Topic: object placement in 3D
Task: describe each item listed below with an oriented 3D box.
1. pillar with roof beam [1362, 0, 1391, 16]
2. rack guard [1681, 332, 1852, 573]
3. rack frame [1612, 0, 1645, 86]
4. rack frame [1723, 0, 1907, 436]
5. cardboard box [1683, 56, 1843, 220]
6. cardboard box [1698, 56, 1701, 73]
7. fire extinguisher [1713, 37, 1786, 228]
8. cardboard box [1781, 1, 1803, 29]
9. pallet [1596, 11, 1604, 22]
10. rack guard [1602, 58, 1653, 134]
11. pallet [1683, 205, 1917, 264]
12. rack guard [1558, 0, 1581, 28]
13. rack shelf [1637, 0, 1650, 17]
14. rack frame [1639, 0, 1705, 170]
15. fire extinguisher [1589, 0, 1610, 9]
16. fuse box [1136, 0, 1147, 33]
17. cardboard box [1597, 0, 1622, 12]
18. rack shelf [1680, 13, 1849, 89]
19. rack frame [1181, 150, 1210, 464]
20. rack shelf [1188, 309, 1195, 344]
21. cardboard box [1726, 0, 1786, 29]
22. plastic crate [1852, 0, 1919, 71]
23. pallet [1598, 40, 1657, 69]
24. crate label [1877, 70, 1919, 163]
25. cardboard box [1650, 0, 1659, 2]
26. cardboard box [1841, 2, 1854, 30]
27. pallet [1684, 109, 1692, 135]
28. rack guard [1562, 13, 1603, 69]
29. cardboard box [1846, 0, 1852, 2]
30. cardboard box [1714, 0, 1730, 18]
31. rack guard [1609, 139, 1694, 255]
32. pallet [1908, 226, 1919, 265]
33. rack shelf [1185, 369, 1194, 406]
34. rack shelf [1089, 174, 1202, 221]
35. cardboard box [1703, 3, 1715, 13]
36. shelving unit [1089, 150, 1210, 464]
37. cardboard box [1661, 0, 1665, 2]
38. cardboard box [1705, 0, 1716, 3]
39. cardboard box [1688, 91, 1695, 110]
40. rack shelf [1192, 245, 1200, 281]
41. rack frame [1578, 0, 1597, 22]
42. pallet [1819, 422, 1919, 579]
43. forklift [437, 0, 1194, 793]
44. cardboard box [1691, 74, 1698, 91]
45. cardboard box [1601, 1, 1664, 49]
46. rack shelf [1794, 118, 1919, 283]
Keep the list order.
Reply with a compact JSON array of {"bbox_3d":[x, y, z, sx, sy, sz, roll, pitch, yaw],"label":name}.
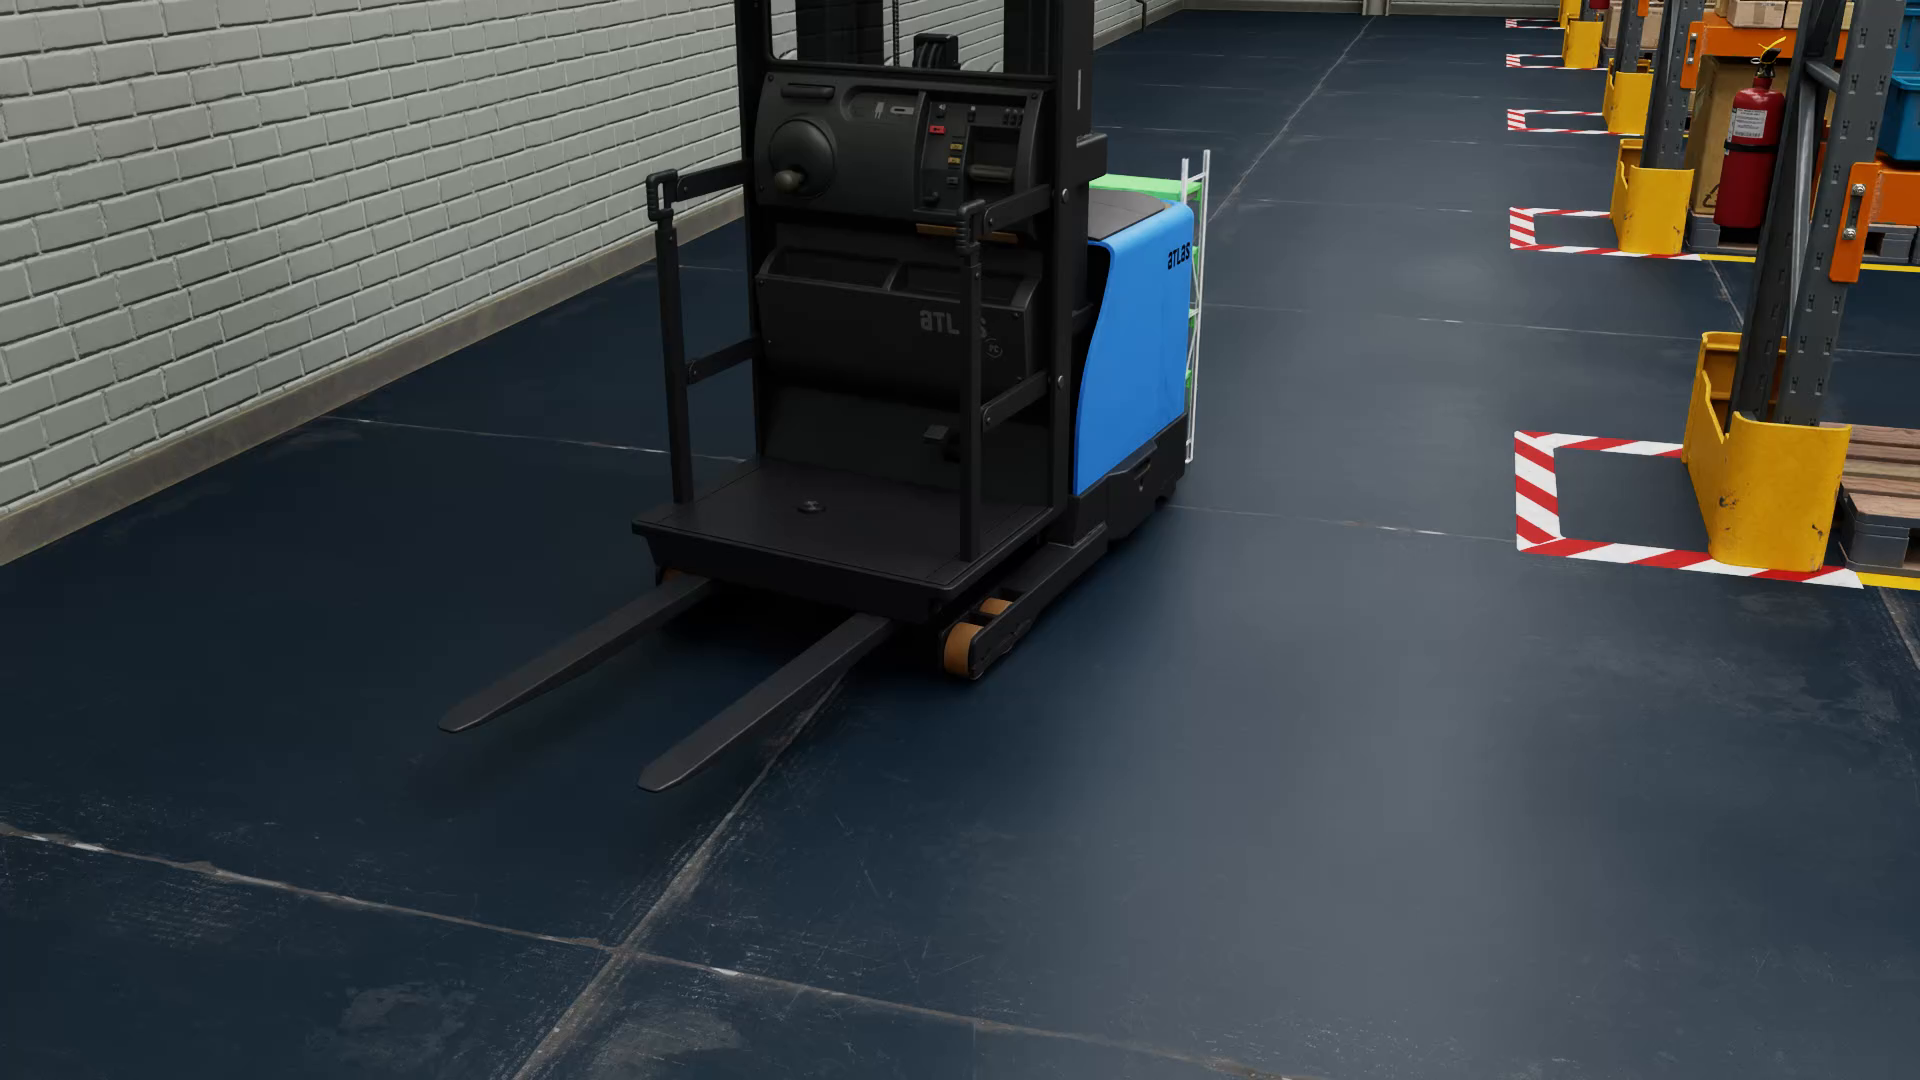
[{"bbox_3d":[5.043,-10.543,19.616,0.400,9.000,9.100,7,23,16],"label":"pillar with roof beam"},{"bbox_3d":[2.858,-0.346,5.956,0.348,0.500,1.175,7,23,16],"label":"rack guard"},{"bbox_3d":[5.845,-5.095,14.240,0.127,3.000,1.000,7,23,16],"label":"rack frame"},{"bbox_3d":[2.884,-1.505,5.486,0.127,3.000,1.000,7,23,16],"label":"rack frame"},{"bbox_3d":[4.951,-2.475,10.097,0.875,0.875,0.875,7,23,16],"label":"cardboard box"},{"bbox_3d":[6.248,-4.065,14.147,0.250,0.149,0.380,5,23,13],"label":"cardboard box"},{"bbox_3d":[2.871,-1.478,6.015,0.183,0.674,0.296,7,23,16],"label":"fire extinguisher"},{"bbox_3d":[4.806,-3.002,9.467,0.250,0.149,0.380,6,23,15],"label":"cardboard box"},{"bbox_3d":[9.444,-7.323,23.345,1.213,0.211,1.003,7,23,16],"label":"pallet"},{"bbox_3d":[5.917,-3.931,14.694,0.348,0.500,1.175,7,23,16],"label":"rack guard"},{"bbox_3d":[5.103,-1.955,10.258,1.213,0.211,1.003,7,23,16],"label":"pallet"},{"bbox_3d":[8.681,-7.544,23.503,0.348,0.500,1.175,7,23,16],"label":"rack guard"},{"bbox_3d":[7.759,-4.543,13.842,4.000,0.370,1.077,7,23,16],"label":"rack shelf"},{"bbox_3d":[4.315,-3.304,9.873,0.127,3.000,1.000,7,23,16],"label":"rack frame"},{"bbox_3d":[5.737,-5.082,14.801,0.183,0.674,0.296,7,23,16],"label":"fire extinguisher"},{"bbox_3d":[2.519,-7.666,22.204,0.414,1.711,0.539,7,23,16],"label":"fuse box"},{"bbox_3d":[9.166,-7.647,23.195,0.637,0.503,0.797,6,23,13],"label":"cardboard box"},{"bbox_3d":[6.230,-2.752,9.475,4.000,0.370,1.077,7,23,16],"label":"rack shelf"},{"bbox_3d":[0.851,-0.832,6.218,0.015,1.200,0.240,12,25,26],"label":"rack frame"},{"bbox_3d":[0.637,-0.817,6.350,0.480,0.148,0.258,12,25,26],"label":"rack shelf"},{"bbox_3d":[4.560,-3.029,9.534,0.250,0.149,0.380,7,23,16],"label":"cardboard box"},{"bbox_3d":[3.259,-1.580,5.544,0.499,0.435,0.616,7,23,16],"label":"plastic crate"},{"bbox_3d":[7.966,-5.556,19.036,1.213,0.211,1.003,7,23,16],"label":"pallet"},{"bbox_3d":[3.026,-1.309,5.149,0.303,0.233,0.416,7,23,16],"label":"crate label"},{"bbox_3d":[9.562,-7.422,23.115,0.250,0.149,0.380,6,23,13],"label":"cardboard box"},{"bbox_3d":[5.051,-2.974,9.398,0.250,0.149,0.380,6,23,14],"label":"cardboard box"},{"bbox_3d":[6.685,-3.695,14.500,1.213,0.211,1.003,7,23,16],"label":"pallet"},{"bbox_3d":[7.155,-5.751,19.132,0.348,0.500,1.175,7,23,16],"label":"rack guard"},{"bbox_3d":[5.196,-3.167,9.345,0.500,0.250,0.500,6,23,15],"label":"cardboard box"},{"bbox_3d":[4.751,-3.269,10.118,0.250,0.149,0.380,7,23,17],"label":"cardboard box"},{"bbox_3d":[4.292,-2.151,10.354,0.348,0.500,1.175,7,23,16],"label":"rack guard"},{"bbox_3d":[6.267,-1.821,9.930,1.213,0.211,1.003,7,23,16],"label":"pallet"},{"bbox_3d":[0.637,-0.595,6.441,0.480,0.148,0.258,12,25,26],"label":"rack shelf"},{"bbox_3d":[0.637,-1.261,6.168,0.480,0.148,0.258,12,25,26],"label":"rack shelf"},{"bbox_3d":[8.717,-5.781,18.733,0.875,0.438,0.875,7,23,17],"label":"cardboard box"},{"bbox_3d":[0.637,-0.876,6.325,0.503,1.200,0.258,12,25,26],"label":"shelving unit"},{"bbox_3d":[9.973,-7.537,22.933,0.500,0.500,0.700,8,23,18],"label":"cardboard box"},{"bbox_3d":[10.451,-7.443,22.703,0.500,0.500,0.500,7,23,17],"label":"cardboard box"},{"bbox_3d":[6.254,-3.797,14.277,0.250,0.149,0.380,7,23,17],"label":"cardboard box"},{"bbox_3d":[0.637,-1.039,6.259,0.480,0.148,0.258,12,25,26],"label":"rack shelf"},{"bbox_3d":[7.178,-6.905,18.651,0.127,3.000,1.000,7,23,16],"label":"rack frame"},{"bbox_3d":[3.663,-0.110,5.761,1.213,0.211,1.003,7,23,16],"label":"pallet"},{"bbox_3d":[-0.289,-1.145,4.699,1.130,2.935,3.031,11,25,25],"label":"forklift"},{"bbox_3d":[6.272,-3.958,14.277,0.250,0.149,0.380,8,23,18],"label":"cardboard box"},{"bbox_3d":[7.839,-5.878,18.970,0.875,0.438,0.875,6,23,14],"label":"cardboard box"},{"bbox_3d":[4.799,-0.953,5.088,4.000,0.370,1.077,7,23,16],"label":"rack shelf"}]
